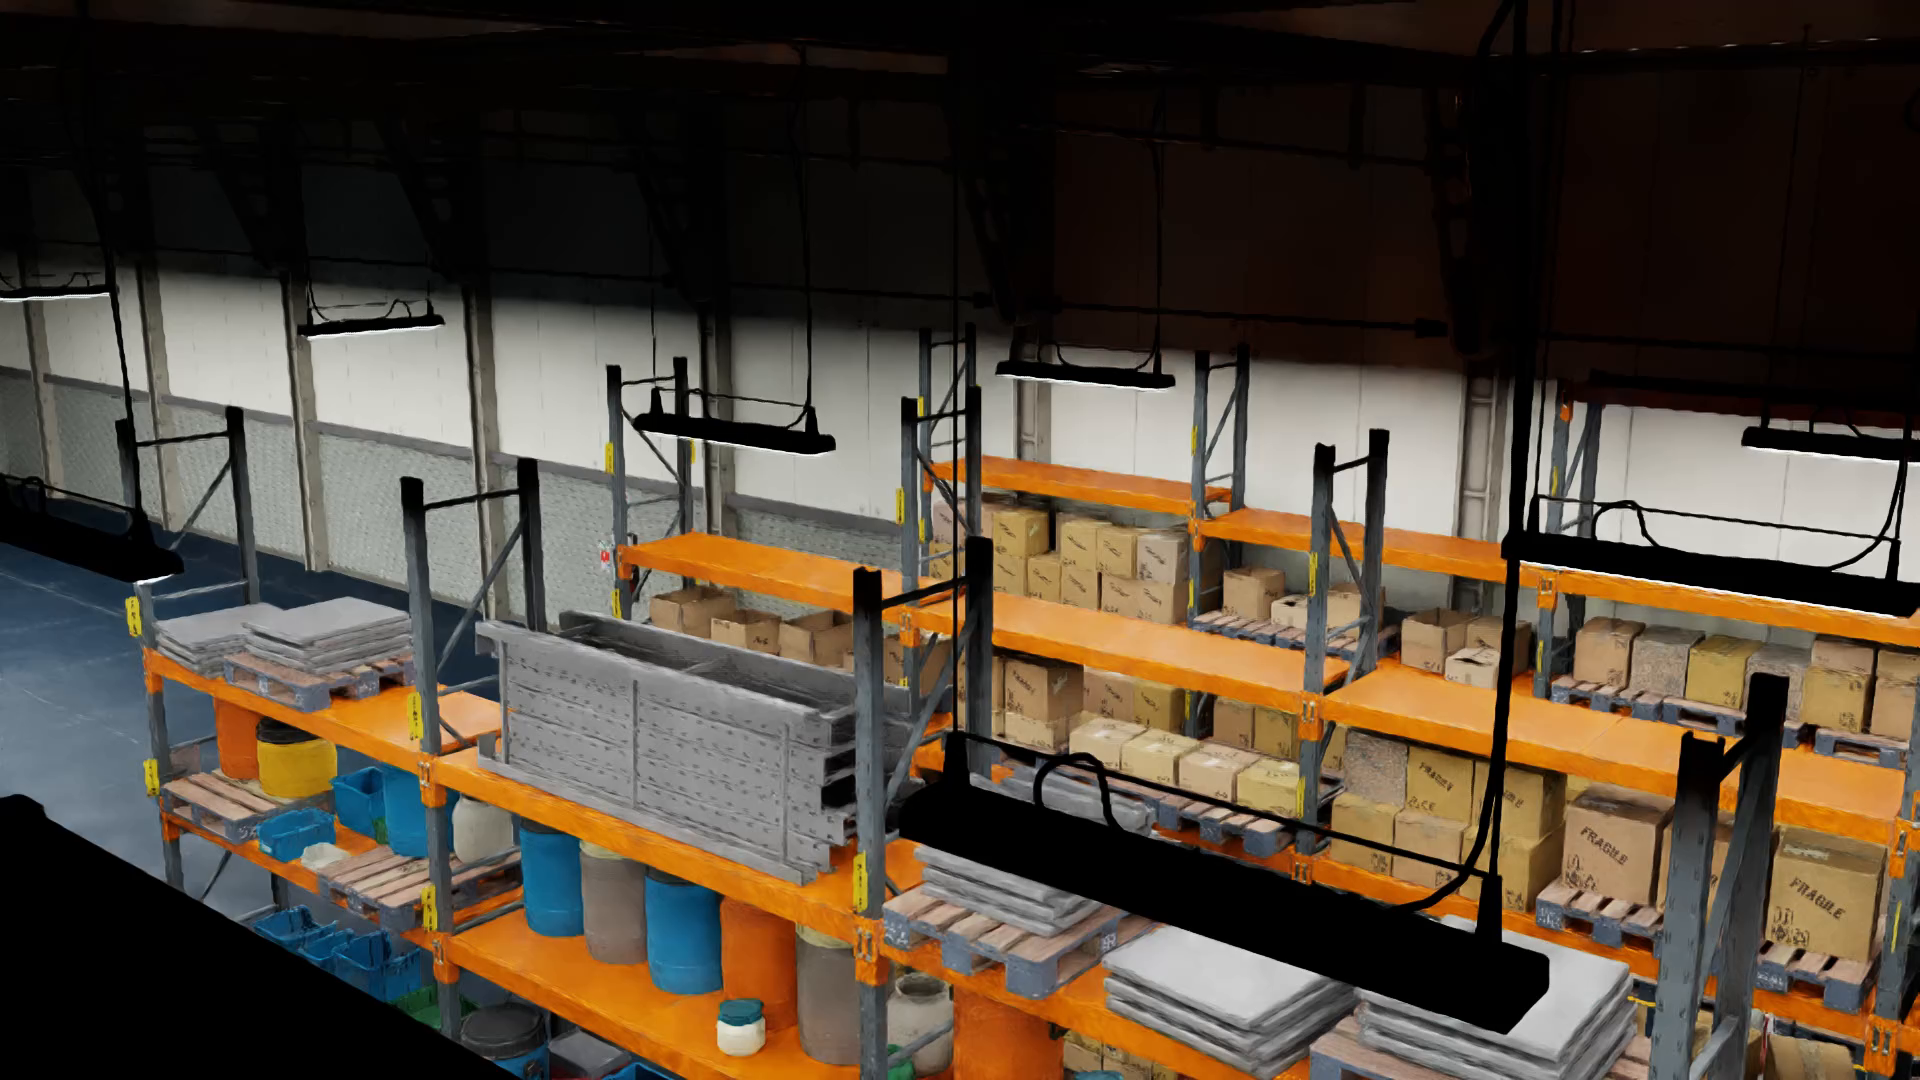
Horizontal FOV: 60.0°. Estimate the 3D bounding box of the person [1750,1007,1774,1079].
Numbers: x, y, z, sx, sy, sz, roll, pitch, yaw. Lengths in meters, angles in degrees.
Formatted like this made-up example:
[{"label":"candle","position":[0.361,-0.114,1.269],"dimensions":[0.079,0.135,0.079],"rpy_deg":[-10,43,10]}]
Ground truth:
[{"label":"person","position":[6.405,4.231,13.558],"dimensions":[1.123,1.709,0.553],"rpy_deg":[11,17,40]}]
